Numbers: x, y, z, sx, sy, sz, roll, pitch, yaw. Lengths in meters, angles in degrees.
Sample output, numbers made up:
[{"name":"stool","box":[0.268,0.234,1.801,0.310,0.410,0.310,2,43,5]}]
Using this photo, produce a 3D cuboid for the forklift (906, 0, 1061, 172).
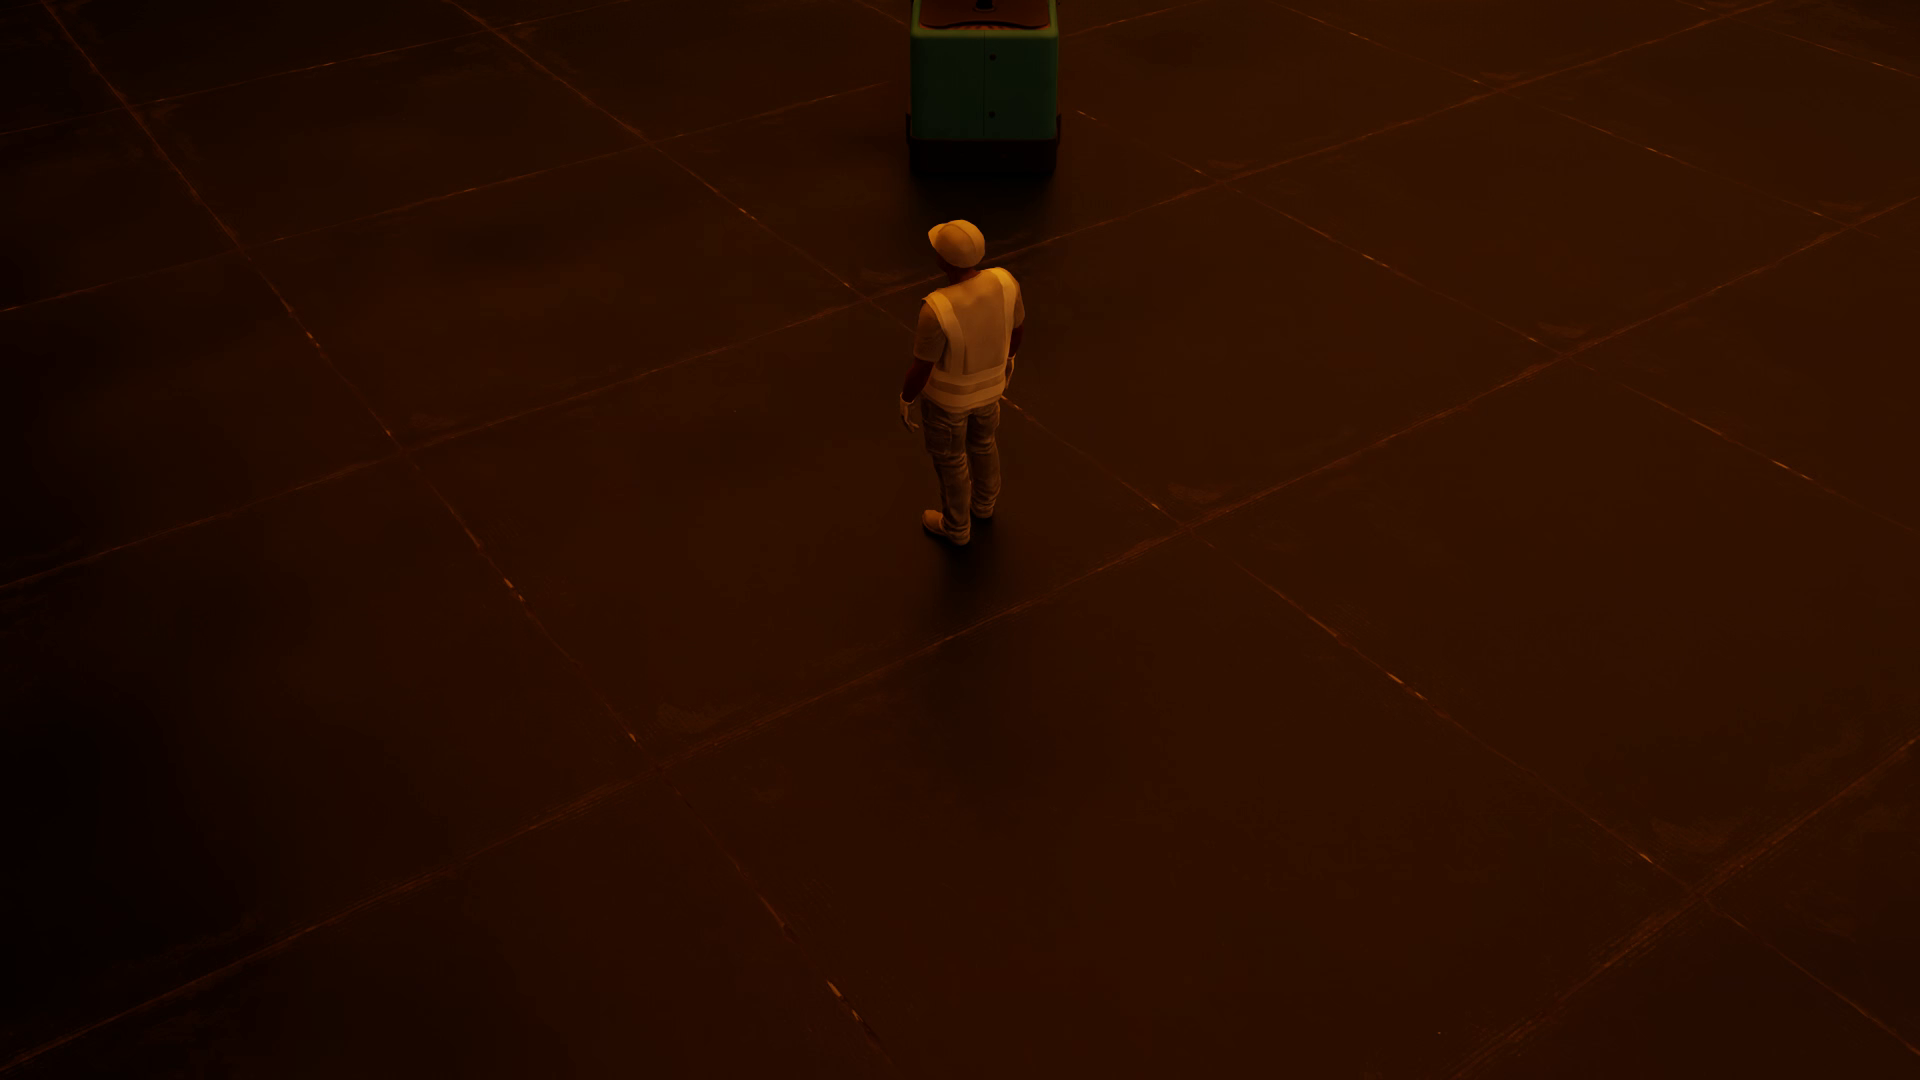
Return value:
[{"name":"forklift","box":[0.181,-4.639,12.219,1.130,2.935,3.031,0,36,0]}]

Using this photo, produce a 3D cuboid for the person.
[{"name":"person","box":[-0.034,-0.761,7.927,0.656,1.782,0.577,-23,42,-28]}]
